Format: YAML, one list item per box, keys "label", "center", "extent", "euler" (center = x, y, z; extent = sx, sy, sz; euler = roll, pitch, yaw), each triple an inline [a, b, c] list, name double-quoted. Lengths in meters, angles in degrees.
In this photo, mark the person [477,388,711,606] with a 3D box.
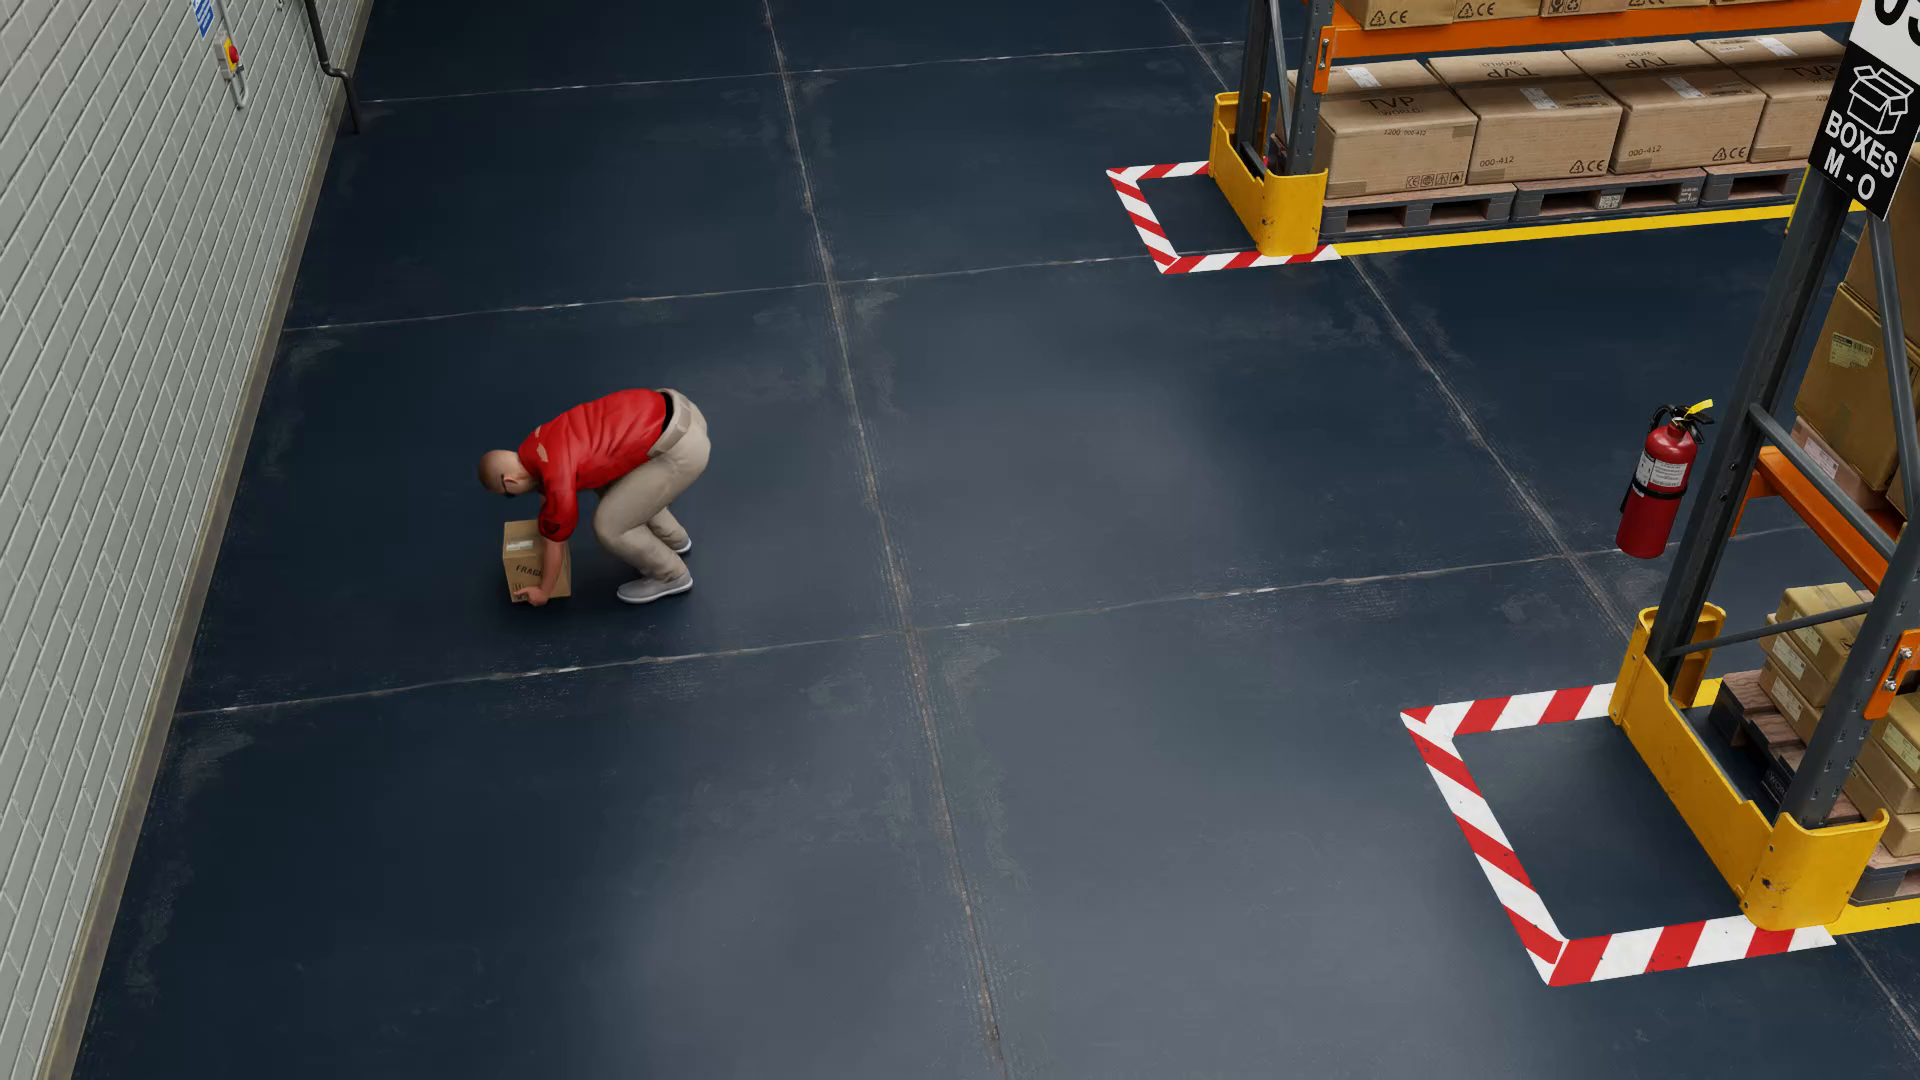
- label: "person"
  center: [-1.586, -0.174, 7.059]
  extent: [0.827, 0.894, 0.539]
  euler: [-8, 39, -10]
